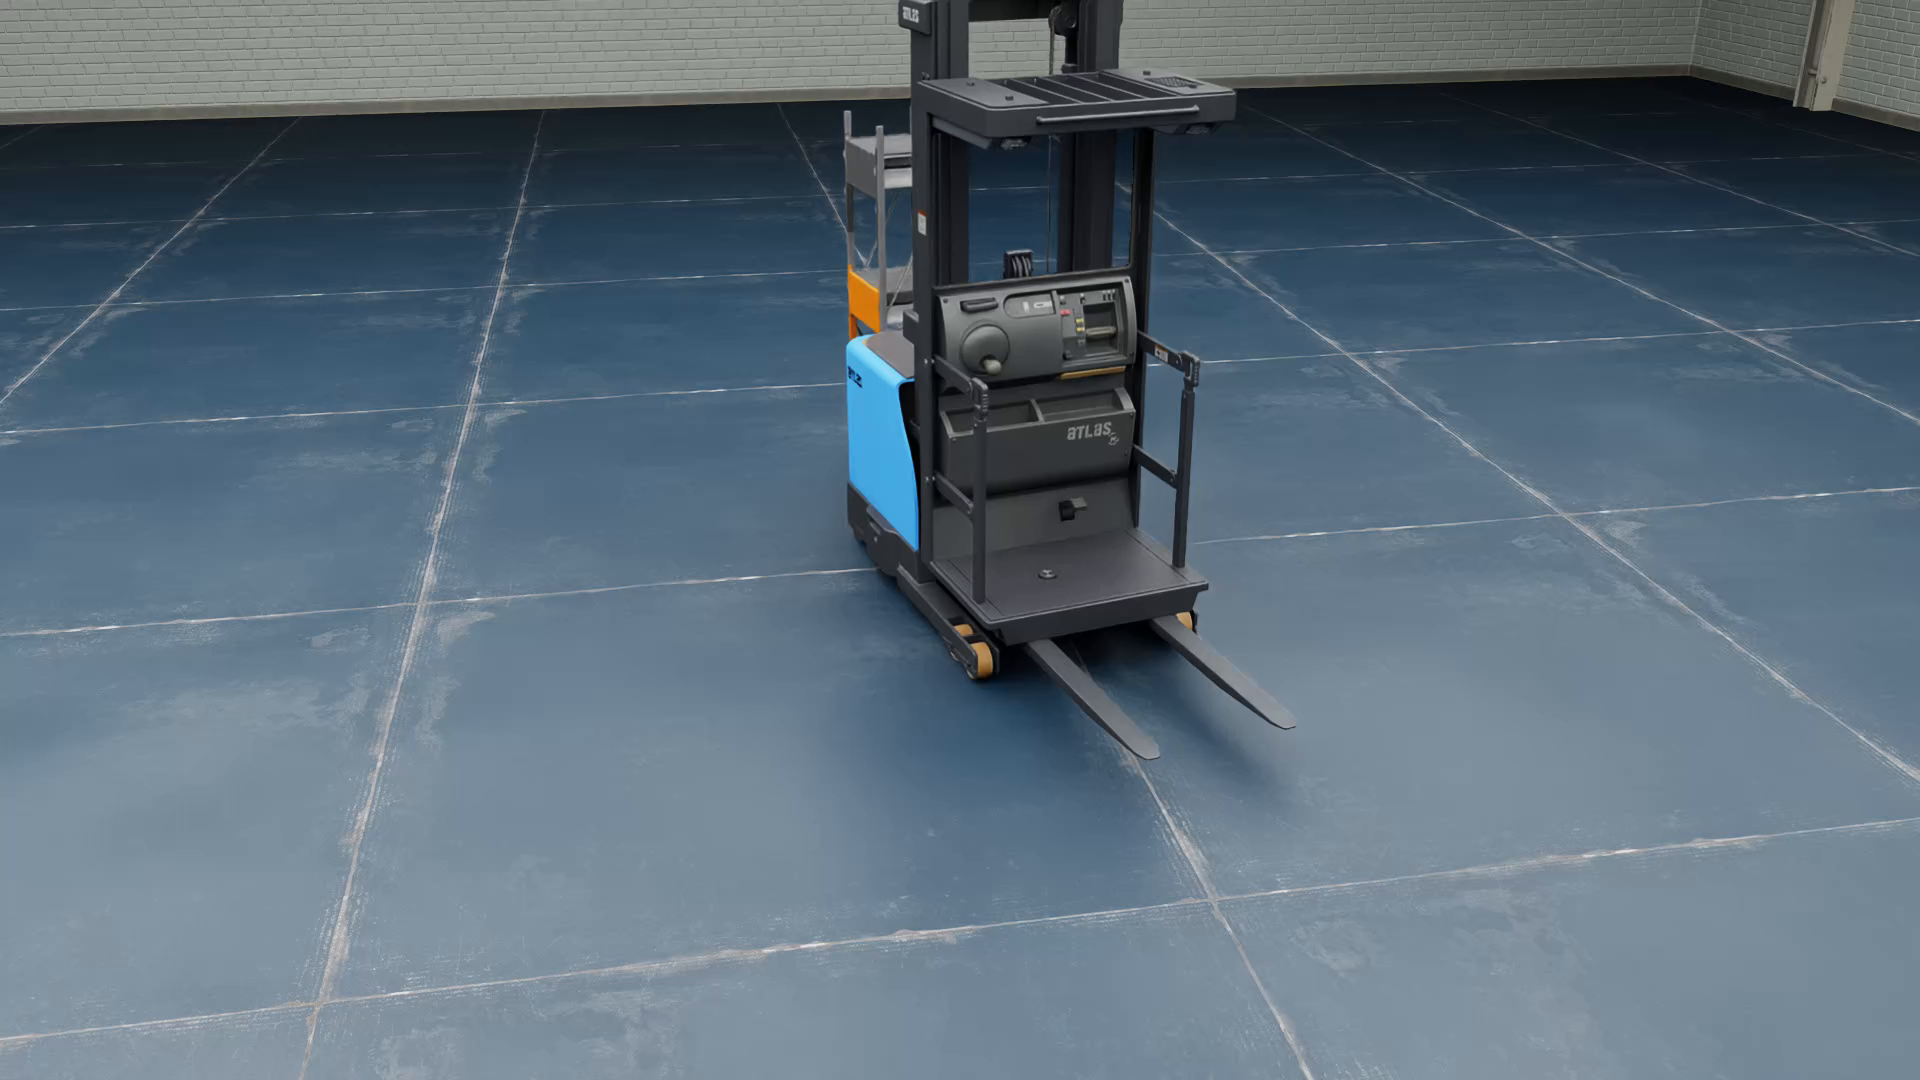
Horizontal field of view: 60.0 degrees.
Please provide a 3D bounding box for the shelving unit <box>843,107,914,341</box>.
[{"bbox_3d":[-0.318,-1.184,8.837,0.431,2.100,0.503,-9,25,-20],"label":"shelving unit"}]

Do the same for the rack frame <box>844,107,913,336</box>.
[{"bbox_3d":[-0.411,-1.274,9.044,0.400,2.100,0.015,-9,25,-20],"label":"rack frame"}]

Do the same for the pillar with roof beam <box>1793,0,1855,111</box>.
[{"bbox_3d":[6.841,-9.415,19.064,9.100,9.000,0.400,-4,24,-10],"label":"pillar with roof beam"}]

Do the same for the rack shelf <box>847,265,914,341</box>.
[{"bbox_3d":[-0.318,-1.171,8.842,0.431,0.518,0.480,-9,25,-20],"label":"rack shelf"}]

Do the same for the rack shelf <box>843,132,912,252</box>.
[{"bbox_3d":[-0.318,-1.813,8.562,0.431,0.518,0.480,-9,25,-20],"label":"rack shelf"}]

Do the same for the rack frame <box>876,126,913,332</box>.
[{"bbox_3d":[-0.224,-1.093,8.630,0.400,2.100,0.015,-9,25,-20],"label":"rack frame"}]

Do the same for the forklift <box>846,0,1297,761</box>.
[{"bbox_3d":[0.438,-0.919,7.192,1.130,2.935,3.031,-9,25,-20],"label":"forklift"}]
